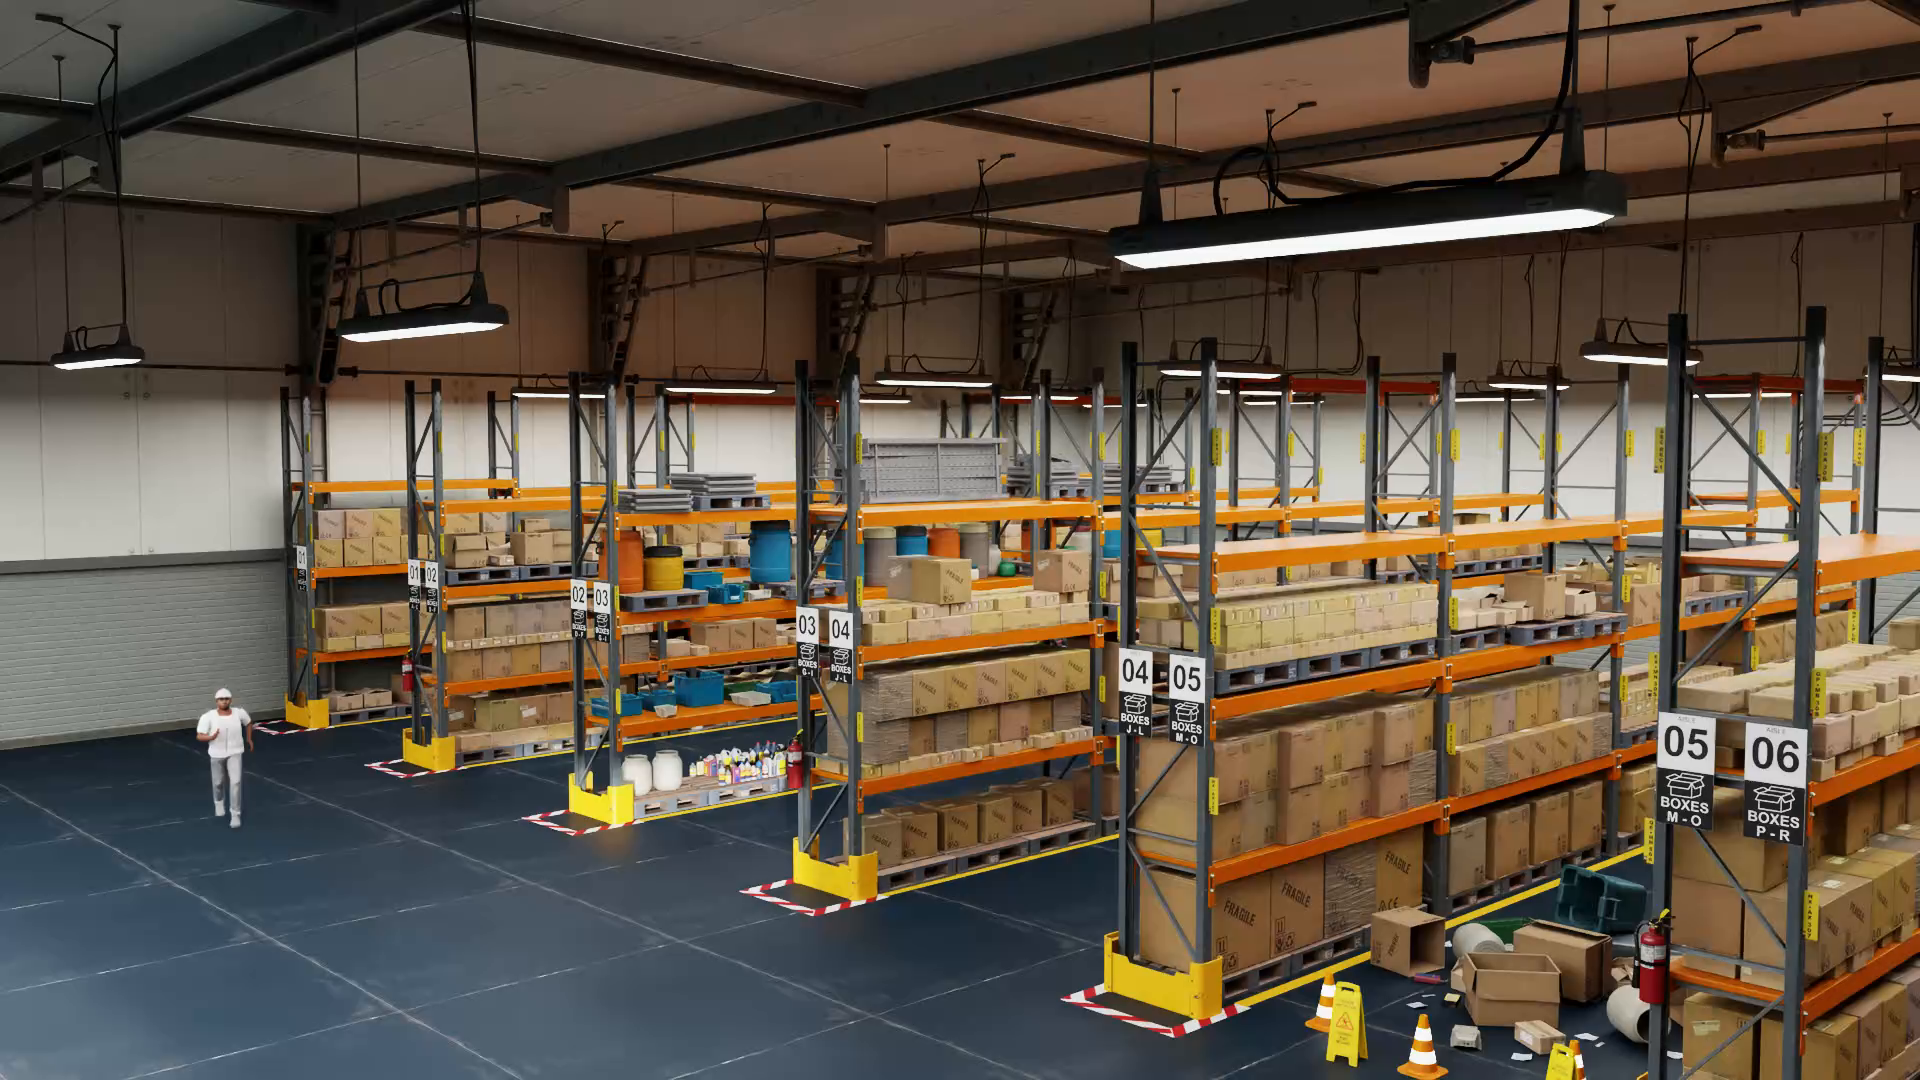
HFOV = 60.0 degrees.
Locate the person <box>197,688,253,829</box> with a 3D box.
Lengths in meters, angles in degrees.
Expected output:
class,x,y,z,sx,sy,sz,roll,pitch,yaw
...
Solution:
class,x,y,z,sx,sy,sz,roll,pitch,yaw
person,-9.715,2.849,22.001,0.690,1.779,0.939,-2,4,-26
